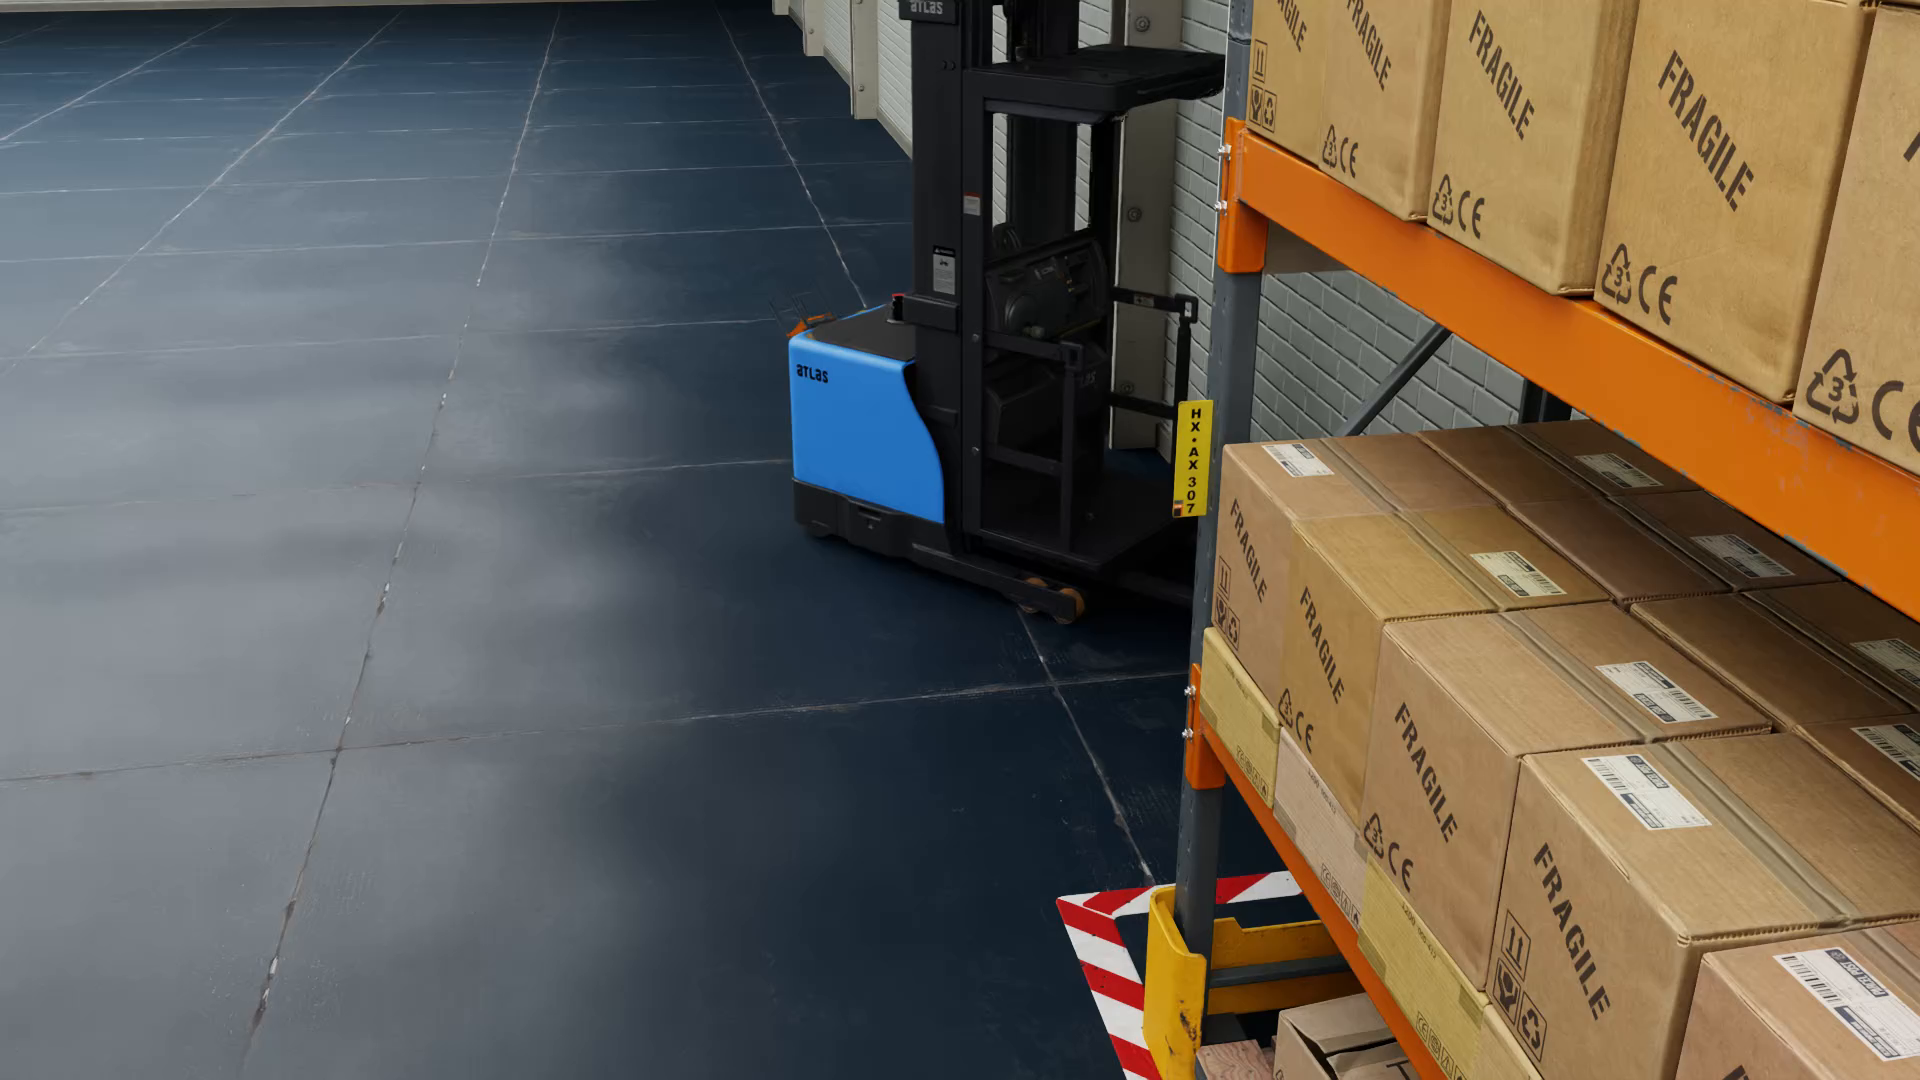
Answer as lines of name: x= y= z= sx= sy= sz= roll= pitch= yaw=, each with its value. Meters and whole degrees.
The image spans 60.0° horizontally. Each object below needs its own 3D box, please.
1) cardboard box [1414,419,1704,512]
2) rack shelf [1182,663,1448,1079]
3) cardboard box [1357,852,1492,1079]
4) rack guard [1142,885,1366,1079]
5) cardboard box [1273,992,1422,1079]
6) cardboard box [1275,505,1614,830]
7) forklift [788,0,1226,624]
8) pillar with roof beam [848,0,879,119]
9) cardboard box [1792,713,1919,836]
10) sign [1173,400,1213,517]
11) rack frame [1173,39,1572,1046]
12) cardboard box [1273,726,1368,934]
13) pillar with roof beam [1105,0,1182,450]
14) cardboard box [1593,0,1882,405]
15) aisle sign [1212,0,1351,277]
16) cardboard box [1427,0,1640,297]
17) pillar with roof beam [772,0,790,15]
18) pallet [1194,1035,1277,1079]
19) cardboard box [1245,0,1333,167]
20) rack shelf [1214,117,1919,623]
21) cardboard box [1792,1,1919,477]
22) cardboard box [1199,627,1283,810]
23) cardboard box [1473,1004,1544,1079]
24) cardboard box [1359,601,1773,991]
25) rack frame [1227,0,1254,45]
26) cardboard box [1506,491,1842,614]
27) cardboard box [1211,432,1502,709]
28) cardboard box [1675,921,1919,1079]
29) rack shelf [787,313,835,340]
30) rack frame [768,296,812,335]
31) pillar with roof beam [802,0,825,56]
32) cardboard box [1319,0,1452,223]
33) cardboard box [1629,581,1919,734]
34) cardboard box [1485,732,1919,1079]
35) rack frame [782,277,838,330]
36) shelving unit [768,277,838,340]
cardboard box: x=1.450 y=0.028 z=4.164 sx=0.500 sy=0.500 sz=0.500 roll=-5 pitch=24 yaw=-10
rack shelf: x=1.524 y=1.259 z=3.019 sx=1.077 sy=0.370 sz=4.000 roll=-4 pitch=24 yaw=-10
cardboard box: x=1.130 y=0.821 z=3.284 sx=0.500 sy=0.250 sz=0.500 roll=-5 pitch=24 yaw=-11
rack guard: x=1.168 y=1.318 z=5.108 sx=1.175 sy=0.500 sz=0.348 roll=-4 pitch=24 yaw=-10
cardboard box: x=1.193 y=1.452 z=4.488 sx=0.500 sy=0.311 sz=0.500 roll=-7 pitch=25 yaw=-16
cardboard box: x=1.028 y=0.263 z=3.625 sx=0.500 sy=0.500 sz=0.500 roll=-4 pitch=24 yaw=-10
forklift: x=0.586 y=-1.187 z=7.807 sx=3.031 sy=2.935 sz=1.130 roll=17 pitch=29 yaw=34
pillar with roof beam: x=-5.426 y=-9.157 z=18.473 sx=9.100 sy=9.000 sz=0.400 roll=-4 pitch=24 yaw=-10
cardboard box: x=1.726 y=0.628 z=2.790 sx=0.500 sy=0.500 sz=0.500 roll=-4 pitch=24 yaw=-9
sign: x=0.621 y=-0.214 z=4.411 sx=0.100 sy=0.325 sz=0.005 roll=-4 pitch=24 yaw=-10
rack frame: x=1.154 y=0.142 z=4.676 sx=1.000 sy=3.000 sz=0.127 roll=-4 pitch=24 yaw=-10
cardboard box: x=1.042 y=0.621 z=3.744 sx=0.500 sy=0.250 sz=0.500 roll=-5 pitch=24 yaw=-11
pillar with roof beam: x=-3.207 y=-4.437 z=7.666 sx=9.100 sy=9.000 sz=0.400 roll=-4 pitch=24 yaw=-10
cardboard box: x=1.254 y=-0.510 z=2.273 sx=0.500 sy=0.500 sz=0.500 roll=-3 pitch=24 yaw=-6
aisle sign: x=0.846 y=-1.055 z=4.170 sx=0.394 sy=0.787 sz=0.004 roll=-4 pitch=24 yaw=-10
cardboard box: x=1.134 y=-0.719 z=2.752 sx=0.500 sy=0.500 sz=0.500 roll=-3 pitch=24 yaw=-7
pillar with roof beam: x=-7.645 y=-13.877 z=29.280 sx=9.100 sy=9.000 sz=0.400 roll=-4 pitch=24 yaw=-10
pallet: x=1.283 y=1.772 z=4.428 sx=1.003 sy=0.211 sz=1.213 roll=-4 pitch=24 yaw=-10
cardboard box: x=0.970 y=-1.137 z=3.708 sx=0.500 sy=0.500 sz=0.500 roll=-4 pitch=24 yaw=-8
rack shelf: x=1.524 y=-0.116 z=2.419 sx=1.077 sy=0.370 sz=4.000 roll=-4 pitch=24 yaw=-10
cardboard box: x=1.337 y=-0.309 z=1.813 sx=0.500 sy=0.500 sz=0.500 roll=-5 pitch=24 yaw=-12
cardboard box: x=0.932 y=0.417 z=4.209 sx=0.500 sy=0.250 sz=0.500 roll=-5 pitch=24 yaw=-11
cardboard box: x=1.222 y=1.020 z=2.828 sx=0.500 sy=0.250 sz=0.500 roll=-4 pitch=24 yaw=-9
cardboard box: x=1.118 y=0.467 z=3.158 sx=0.500 sy=0.500 sz=0.500 roll=-5 pitch=24 yaw=-11
rack frame: x=1.154 y=-2.607 z=3.476 sx=1.000 sy=3.000 sz=0.127 roll=-4 pitch=24 yaw=-10
cardboard box: x=1.533 y=0.227 z=3.709 sx=0.500 sy=0.500 sz=0.500 roll=-4 pitch=24 yaw=-9
cardboard box: x=0.947 y=0.068 z=4.071 sx=0.500 sy=0.500 sz=0.500 roll=-4 pitch=24 yaw=-10
cardboard box: x=1.322 y=0.874 z=2.227 sx=0.500 sy=0.500 sz=0.500 roll=-5 pitch=24 yaw=-11
rack shelf: x=-0.853 y=-1.224 z=9.703 sx=0.258 sy=0.103 sz=0.180 roll=-24 pitch=-10 yaw=-42
rack frame: x=-0.745 y=-0.915 z=9.730 sx=0.240 sy=1.200 sz=0.006 roll=-24 pitch=-10 yaw=-42
pillar with roof beam: x=-6.535 y=-11.517 z=23.877 sx=9.100 sy=9.000 sz=0.400 roll=-4 pitch=24 yaw=-10
cardboard box: x=1.034 y=-0.923 z=3.219 sx=0.500 sy=0.500 sz=0.500 roll=-3 pitch=24 yaw=-6
cardboard box: x=1.633 y=0.430 z=3.244 sx=0.500 sy=0.500 sz=0.500 roll=-5 pitch=24 yaw=-11
cardboard box: x=1.225 y=0.669 z=2.695 sx=0.500 sy=0.500 sz=0.500 roll=-4 pitch=24 yaw=-8
rack frame: x=-0.646 y=-0.992 z=9.597 sx=0.240 sy=1.200 sz=0.006 roll=-24 pitch=-10 yaw=-42
shelving unit: x=-0.696 y=-0.953 z=9.663 sx=0.258 sy=1.200 sz=0.189 roll=-24 pitch=-10 yaw=-42
